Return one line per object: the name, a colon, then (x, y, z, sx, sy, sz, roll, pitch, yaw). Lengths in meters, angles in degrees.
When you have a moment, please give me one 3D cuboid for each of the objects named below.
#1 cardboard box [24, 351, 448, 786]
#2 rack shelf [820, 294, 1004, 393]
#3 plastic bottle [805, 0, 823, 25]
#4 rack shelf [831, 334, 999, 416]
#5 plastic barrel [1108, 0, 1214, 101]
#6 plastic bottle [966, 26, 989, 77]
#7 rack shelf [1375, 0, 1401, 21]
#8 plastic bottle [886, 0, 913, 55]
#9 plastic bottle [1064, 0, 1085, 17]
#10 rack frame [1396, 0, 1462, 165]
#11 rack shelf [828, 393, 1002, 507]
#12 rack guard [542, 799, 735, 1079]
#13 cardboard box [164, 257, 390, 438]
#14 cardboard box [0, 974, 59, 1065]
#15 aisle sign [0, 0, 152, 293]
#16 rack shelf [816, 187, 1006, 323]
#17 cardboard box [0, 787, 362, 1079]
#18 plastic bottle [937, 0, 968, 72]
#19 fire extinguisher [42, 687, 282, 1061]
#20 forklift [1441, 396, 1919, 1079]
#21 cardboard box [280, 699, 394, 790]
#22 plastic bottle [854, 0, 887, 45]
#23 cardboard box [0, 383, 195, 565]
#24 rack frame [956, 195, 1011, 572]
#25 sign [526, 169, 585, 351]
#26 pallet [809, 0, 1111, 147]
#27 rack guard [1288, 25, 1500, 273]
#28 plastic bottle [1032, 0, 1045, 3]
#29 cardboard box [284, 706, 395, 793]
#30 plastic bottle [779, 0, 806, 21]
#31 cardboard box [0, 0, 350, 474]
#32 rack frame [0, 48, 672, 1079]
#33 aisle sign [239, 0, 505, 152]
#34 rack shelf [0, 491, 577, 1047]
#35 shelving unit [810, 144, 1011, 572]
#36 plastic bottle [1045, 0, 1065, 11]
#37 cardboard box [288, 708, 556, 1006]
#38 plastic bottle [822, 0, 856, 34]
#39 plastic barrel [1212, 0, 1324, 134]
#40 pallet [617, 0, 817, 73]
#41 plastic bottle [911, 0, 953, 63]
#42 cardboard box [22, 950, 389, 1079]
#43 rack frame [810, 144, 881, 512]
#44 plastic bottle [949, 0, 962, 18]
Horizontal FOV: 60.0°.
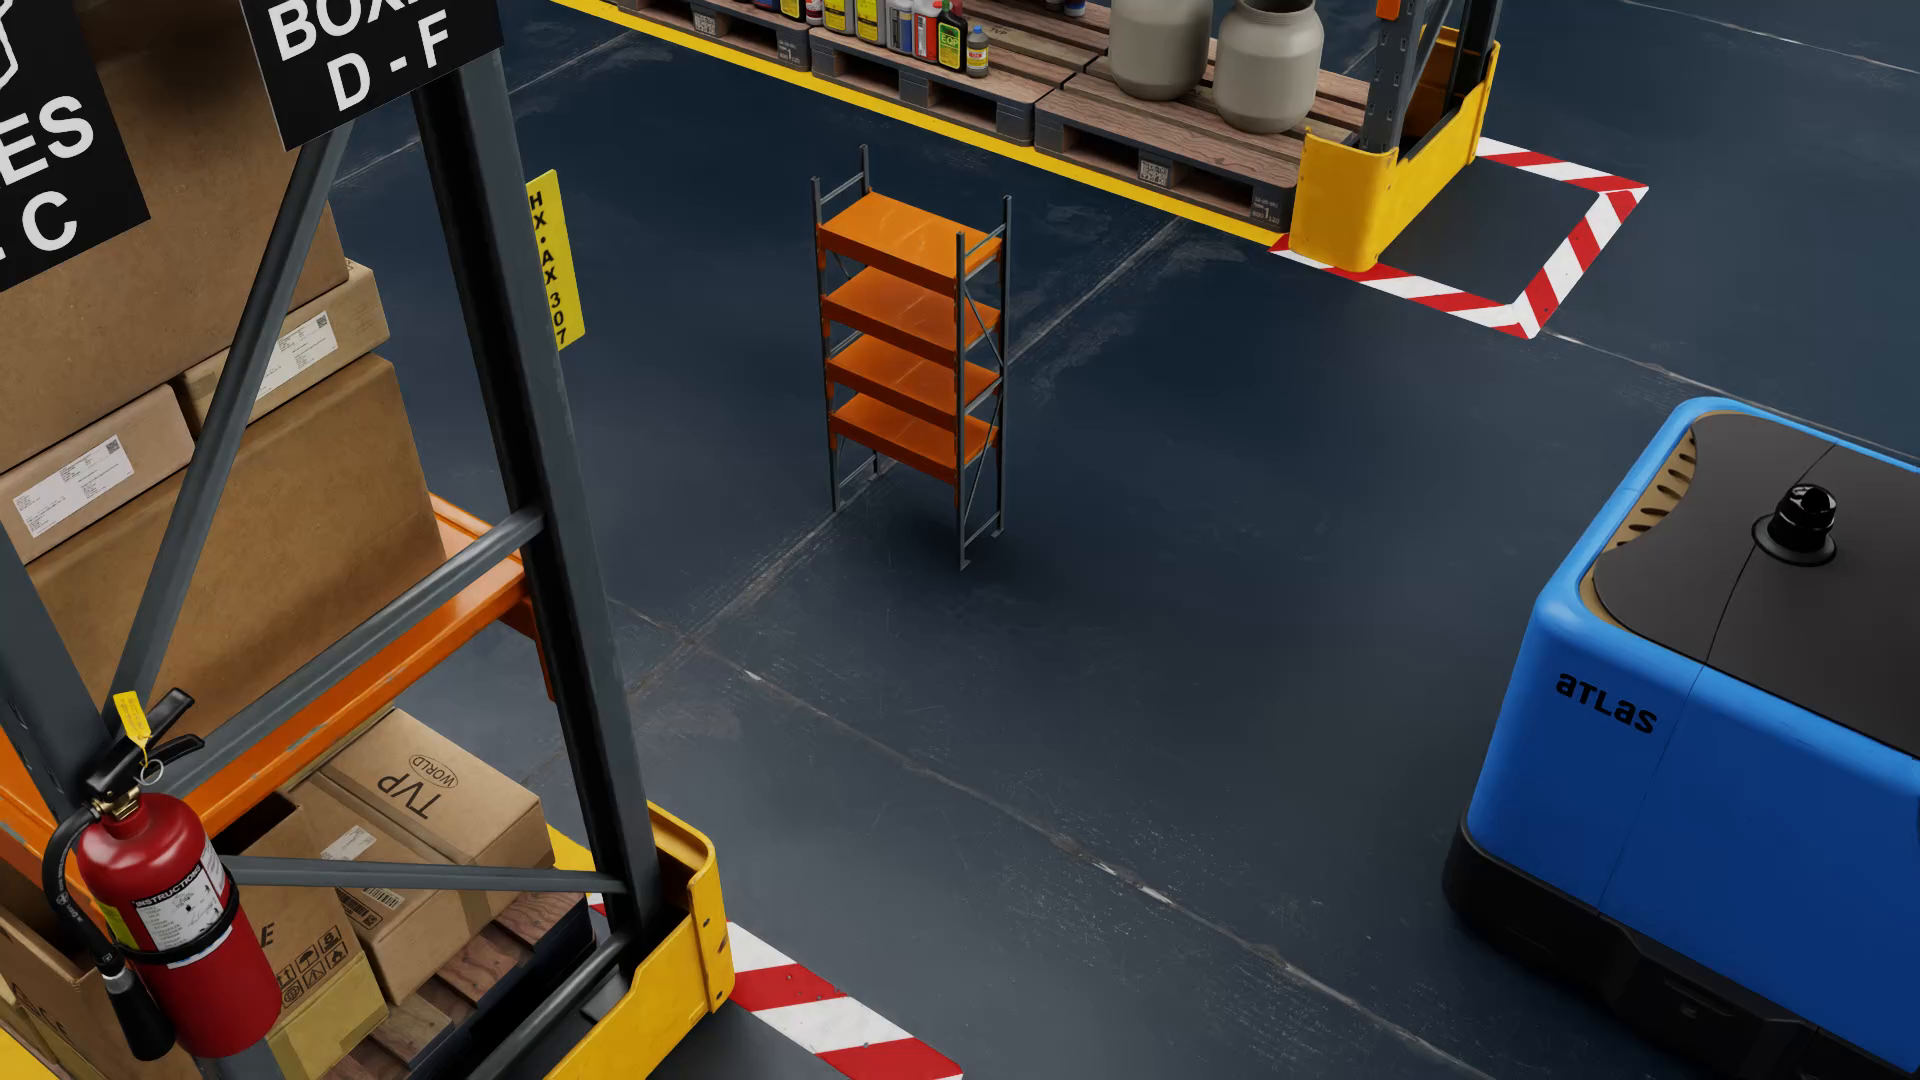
cardboard box: (-1.392, -0.031, 2.960, 0.500, 0.500, 0.700, 25, 48, 25)
rack shelf: (-0.136, -0.627, 4.816, 0.480, 0.148, 0.258, 25, 48, 25)
plastic bottle: (-0.650, -2.434, 7.490, 0.097, 0.201, 0.097, 0, 42, 0)
rack shelf: (-0.136, -0.490, 4.940, 0.457, 0.050, 0.221, 25, 48, 25)
plastic barrel: (0.837, -2.142, 6.945, 0.421, 0.512, 0.421, 0, 42, 0)
plastic bottle: (0.074, -2.096, 7.111, 0.097, 0.201, 0.097, 0, 42, 0)
rack shelf: (0.192, -3.008, 6.902, 4.000, 0.370, 1.077, 25, 48, 25)
plastic bottle: (-0.230, -2.288, 7.270, 0.135, 0.276, 0.152, 24, 47, 24)
plastic bottle: (0.524, -2.522, 7.535, 0.097, 0.271, 0.097, 0, 42, 0)
rack frame: (1.832, -2.512, 5.808, 0.053, 2.616, 0.949, 25, 48, 25)
rack shelf: (-0.136, -0.312, 5.098, 0.480, 0.148, 0.258, 25, 48, 25)
rack guard: (-0.998, 1.133, 3.609, 0.348, 0.500, 1.175, 25, 48, 25)
cardboard box: (-1.215, -0.355, 2.835, 0.250, 0.149, 0.380, 25, 47, 25)
cardboard box: (-2.042, 0.831, 3.818, 0.500, 0.250, 0.500, 25, 48, 25)
aisle sign: (-1.132, -0.591, 1.712, 0.004, 0.787, 0.394, 25, 48, 25)
rack shelf: (-0.136, -0.803, 4.659, 0.480, 0.148, 0.258, 25, 48, 25)
cardboard box: (-1.627, 0.738, 3.360, 0.500, 0.500, 0.500, 25, 48, 25)
plastic bottle: (-0.032, -2.161, 7.123, 0.133, 0.283, 0.061, 26, 48, 26)
fire extinguisher: (-1.187, 0.520, 2.478, 0.183, 0.674, 0.296, 25, 48, 25)
forklift: (0.731, -1.941, 4.645, 9.490, 3.703, 3.137, 27, 48, 27)
cardboard box: (-1.739, 0.264, 3.891, 0.500, 0.500, 0.500, 25, 48, 25)
plastic bottle: (-0.368, -2.377, 7.314, 0.185, 0.351, 0.144, 27, 48, 27)
cardboard box: (-1.440, -0.129, 2.583, 0.250, 0.149, 0.380, 24, 47, 25)
rack frame: (0.064, -0.417, 4.816, 0.015, 1.200, 0.240, 25, 48, 25)
sign: (-0.694, -0.461, 2.807, 0.005, 0.325, 0.100, 25, 48, 25)
pallet: (0.084, -2.256, 7.613, 1.213, 0.211, 1.003, 25, 48, 25)
rack guard: (1.741, -1.583, 6.644, 0.348, 0.500, 1.175, 25, 48, 25)
plastic bottle: (0.349, -2.623, 7.639, 0.133, 0.283, 0.061, 26, 48, 26)
cardboard box: (-1.740, 0.544, 4.139, 0.500, 0.250, 0.500, 25, 48, 25)
plastic bottle: (-0.757, -2.500, 7.502, 0.133, 0.283, 0.061, 27, 48, 27)
cardboard box: (-1.436, -0.535, 2.550, 0.500, 0.500, 0.700, 25, 48, 25)
rack frame: (-1.017, 0.192, 2.786, 0.127, 3.000, 1.000, 25, 48, 25)
aisle sign: (-0.788, -0.919, 2.078, 0.004, 0.787, 0.394, 25, 48, 25)
rack shelf: (-2.655, -0.306, 3.881, 4.000, 0.370, 1.077, 25, 48, 25)
shelving unit: (-0.136, -0.511, 4.921, 0.503, 1.200, 0.258, 25, 48, 25)
plastic bottle: (0.440, -2.536, 7.603, 0.097, 0.201, 0.097, 0, 42, 0)
cardboard box: (-1.329, 0.734, 3.928, 0.500, 0.250, 0.500, 25, 48, 25)
plastic bottle: (-0.520, -2.448, 7.393, 0.185, 0.351, 0.144, 25, 47, 25)
plastic barrel: (1.247, -1.950, 6.731, 0.421, 0.512, 0.421, 0, 42, 0)
pallet: (-0.919, -2.723, 8.135, 1.213, 0.211, 1.003, 25, 48, 25)
plastic bottle: (-0.116, -2.235, 7.211, 0.135, 0.276, 0.152, 25, 48, 26)
cardboard box: (-1.626, 1.016, 3.612, 0.500, 0.250, 0.500, 25, 48, 25)
rack frame: (-0.335, -0.604, 5.025, 0.015, 1.200, 0.240, 25, 48, 25)
plastic bottle: (-0.056, -2.296, 7.274, 0.133, 0.283, 0.061, 25, 48, 25)
